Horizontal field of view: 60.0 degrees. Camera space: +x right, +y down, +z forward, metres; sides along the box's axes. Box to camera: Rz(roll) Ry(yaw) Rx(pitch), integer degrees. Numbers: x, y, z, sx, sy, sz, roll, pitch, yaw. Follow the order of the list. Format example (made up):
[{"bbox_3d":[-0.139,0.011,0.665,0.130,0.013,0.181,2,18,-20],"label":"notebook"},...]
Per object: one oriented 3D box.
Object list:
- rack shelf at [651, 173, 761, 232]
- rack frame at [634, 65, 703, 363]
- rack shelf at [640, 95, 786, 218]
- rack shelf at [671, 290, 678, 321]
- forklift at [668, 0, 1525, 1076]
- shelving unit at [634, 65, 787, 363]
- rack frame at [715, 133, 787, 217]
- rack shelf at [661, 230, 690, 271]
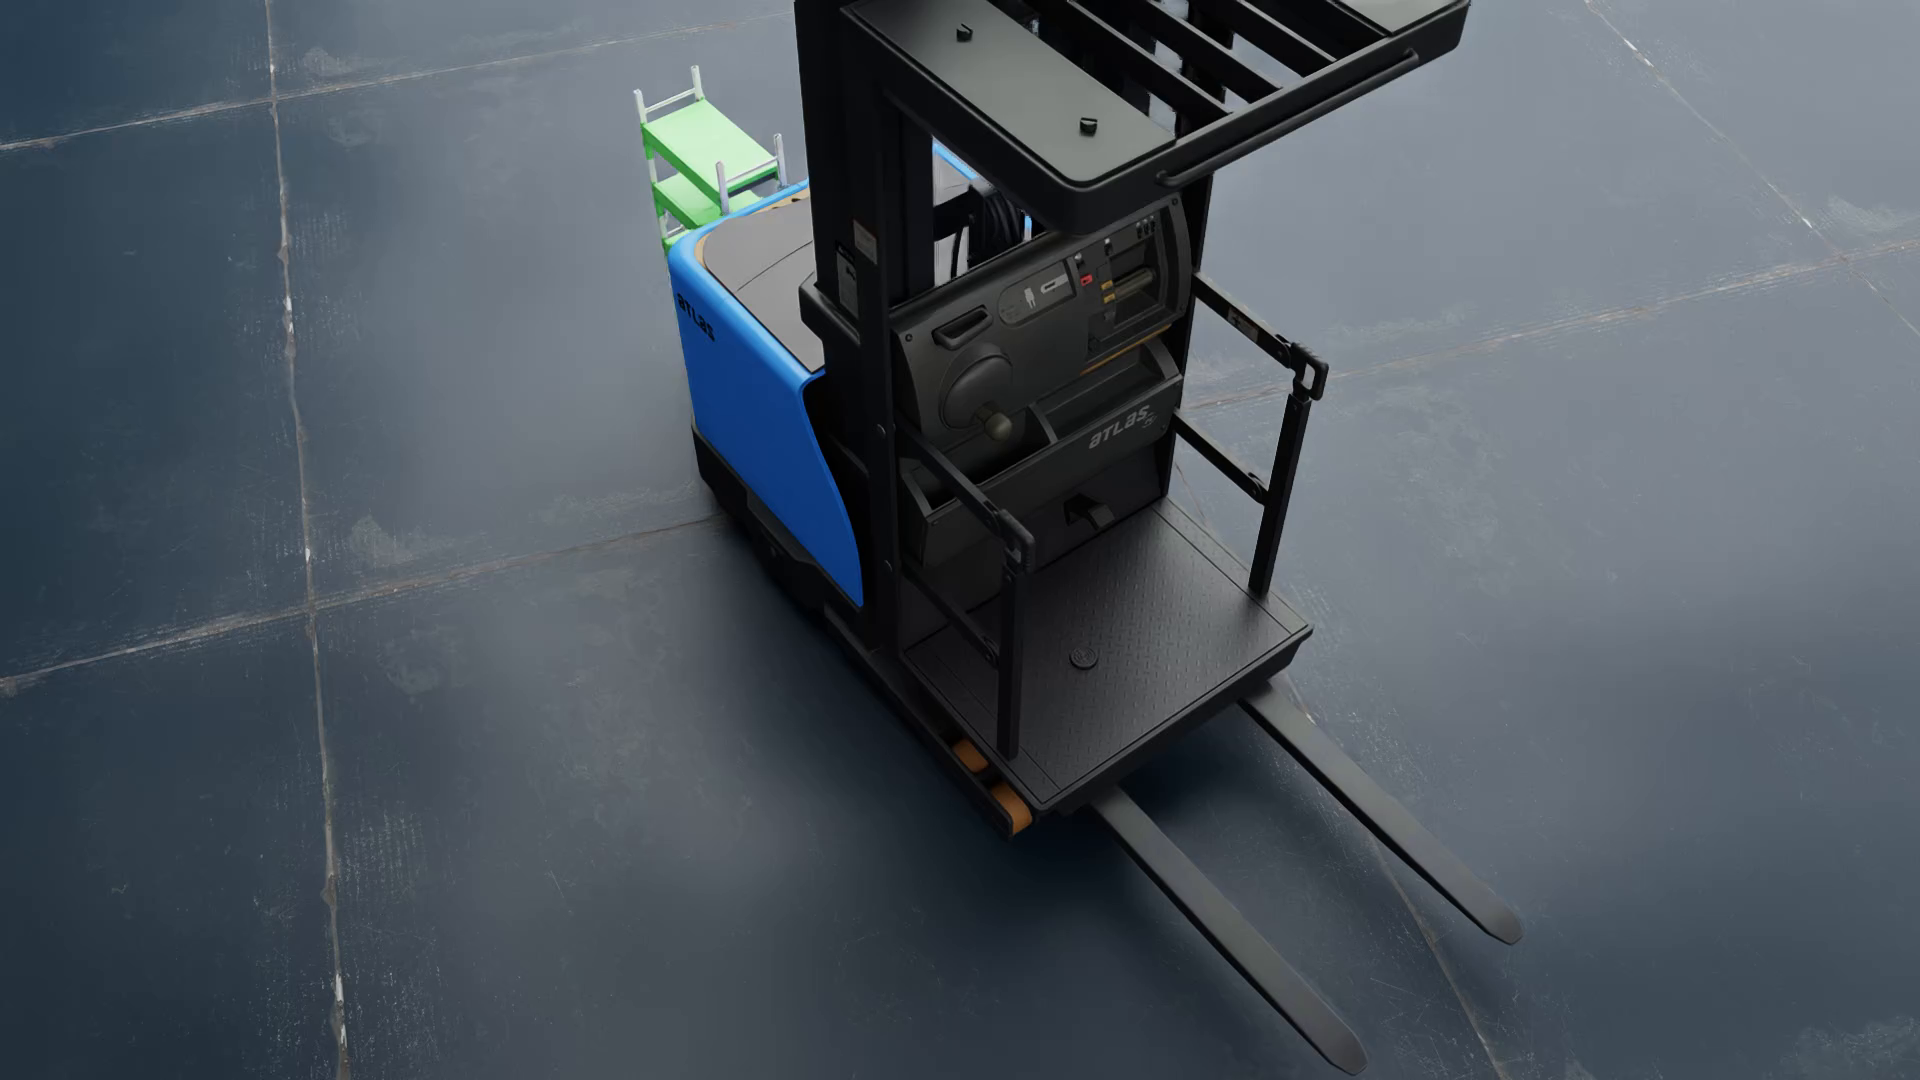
[{"bbox_3d":[-0.808,-1.091,5.649,0.258,0.148,0.480,-31,56,-23],"label":"rack shelf"},{"bbox_3d":[-0.957,-1.120,5.909,0.240,1.200,0.015,-31,56,-23],"label":"rack frame"},{"bbox_3d":[-0.811,-1.248,5.468,0.258,0.148,0.480,-31,56,-23],"label":"rack shelf"},{"bbox_3d":[-0.803,-0.777,6.012,0.258,0.148,0.480,-31,56,-23],"label":"rack shelf"},{"bbox_3d":[0.369,-0.493,4.249,1.130,2.935,3.031,-30,56,-23],"label":"forklift"},{"bbox_3d":[-0.806,-0.976,5.782,0.258,1.200,0.503,-31,56,-23],"label":"shelving unit"},{"bbox_3d":[-0.655,-0.832,5.655,0.240,1.200,0.015,-31,56,-23],"label":"rack frame"},{"bbox_3d":[-0.806,-0.934,5.830,0.258,0.148,0.480,-31,56,-23],"label":"rack shelf"}]
